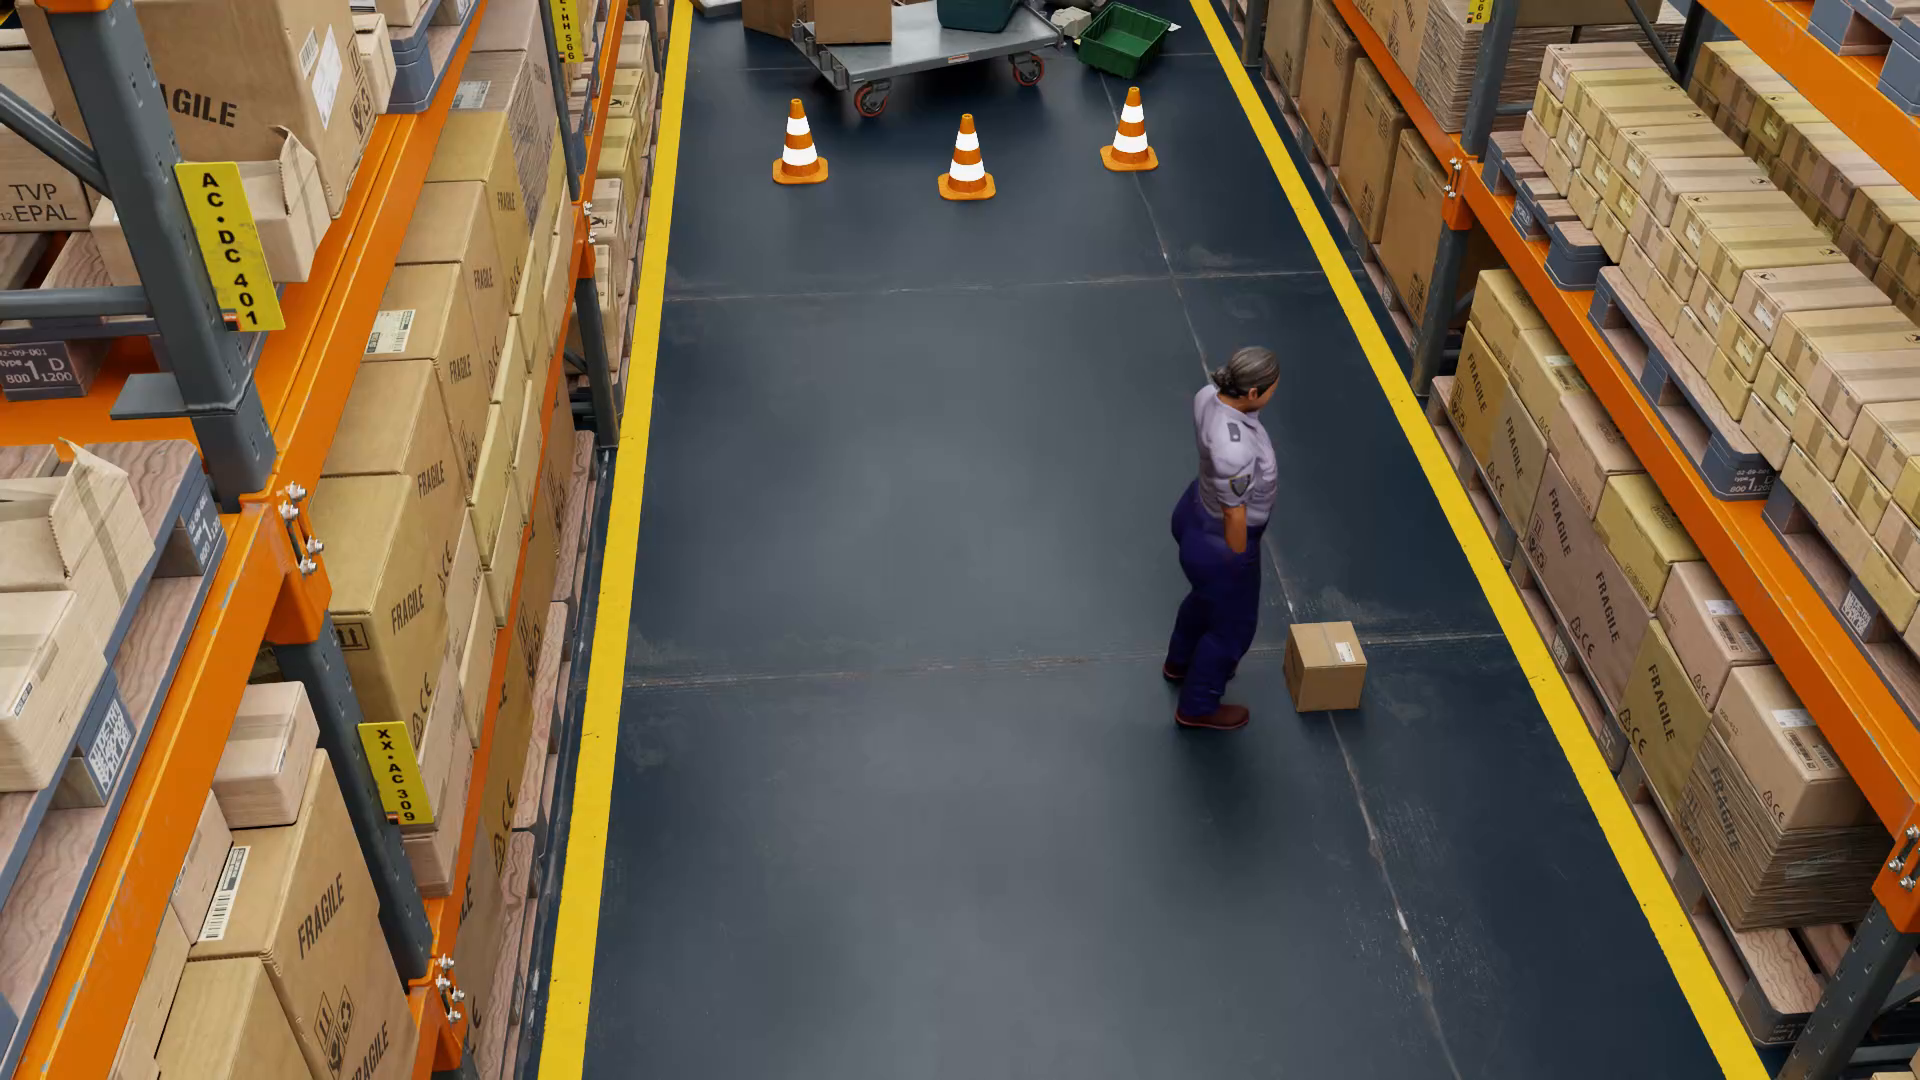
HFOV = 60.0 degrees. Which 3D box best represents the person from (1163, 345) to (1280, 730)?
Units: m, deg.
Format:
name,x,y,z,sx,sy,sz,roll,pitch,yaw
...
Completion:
name,x,y,z,sx,sy,sz,roll,pitch,yaw
person,0.968,-0.017,6.206,0.342,1.640,0.477,-2,39,-3
